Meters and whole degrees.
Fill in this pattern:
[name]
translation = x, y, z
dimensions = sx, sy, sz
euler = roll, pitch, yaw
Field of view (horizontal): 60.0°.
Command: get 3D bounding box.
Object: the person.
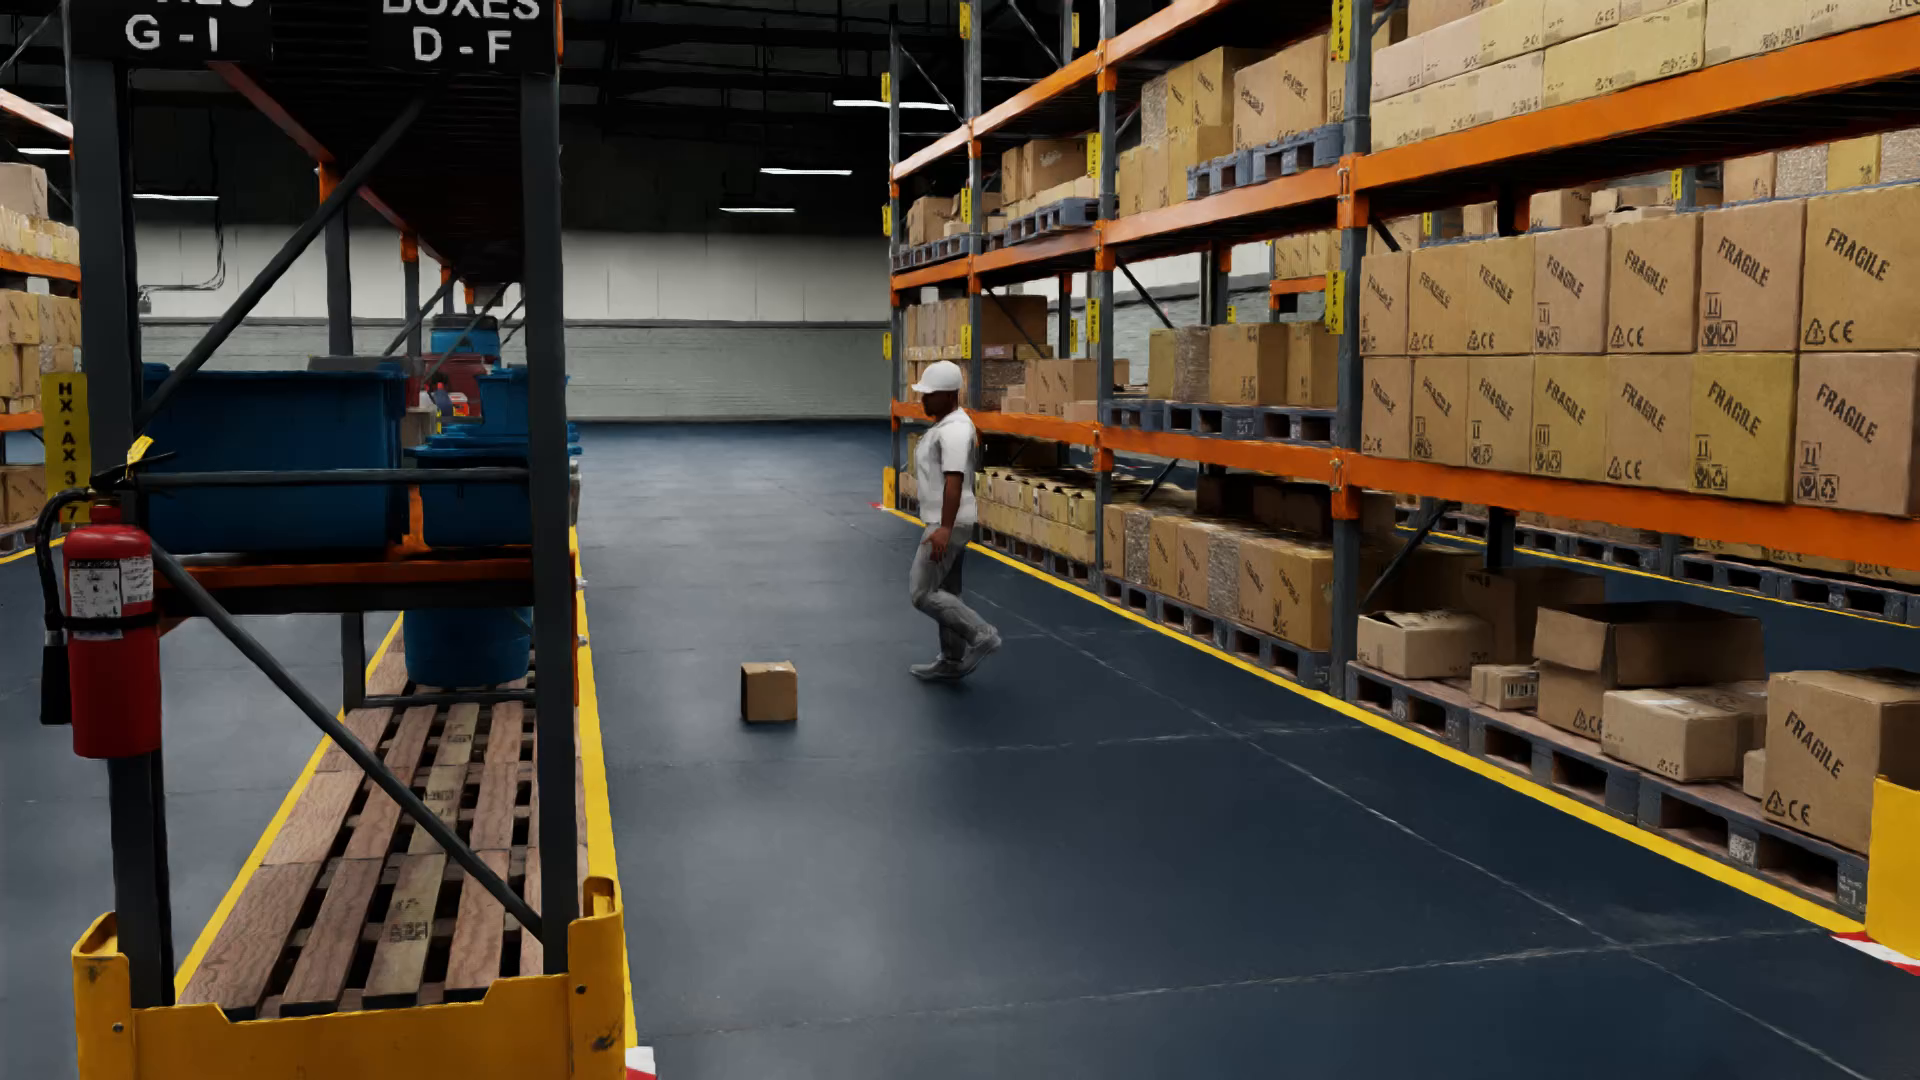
[person]
translation = -0.027, -0.088, 8.985
dimensions = 0.507, 1.759, 0.650
euler = 0, 6, -4
